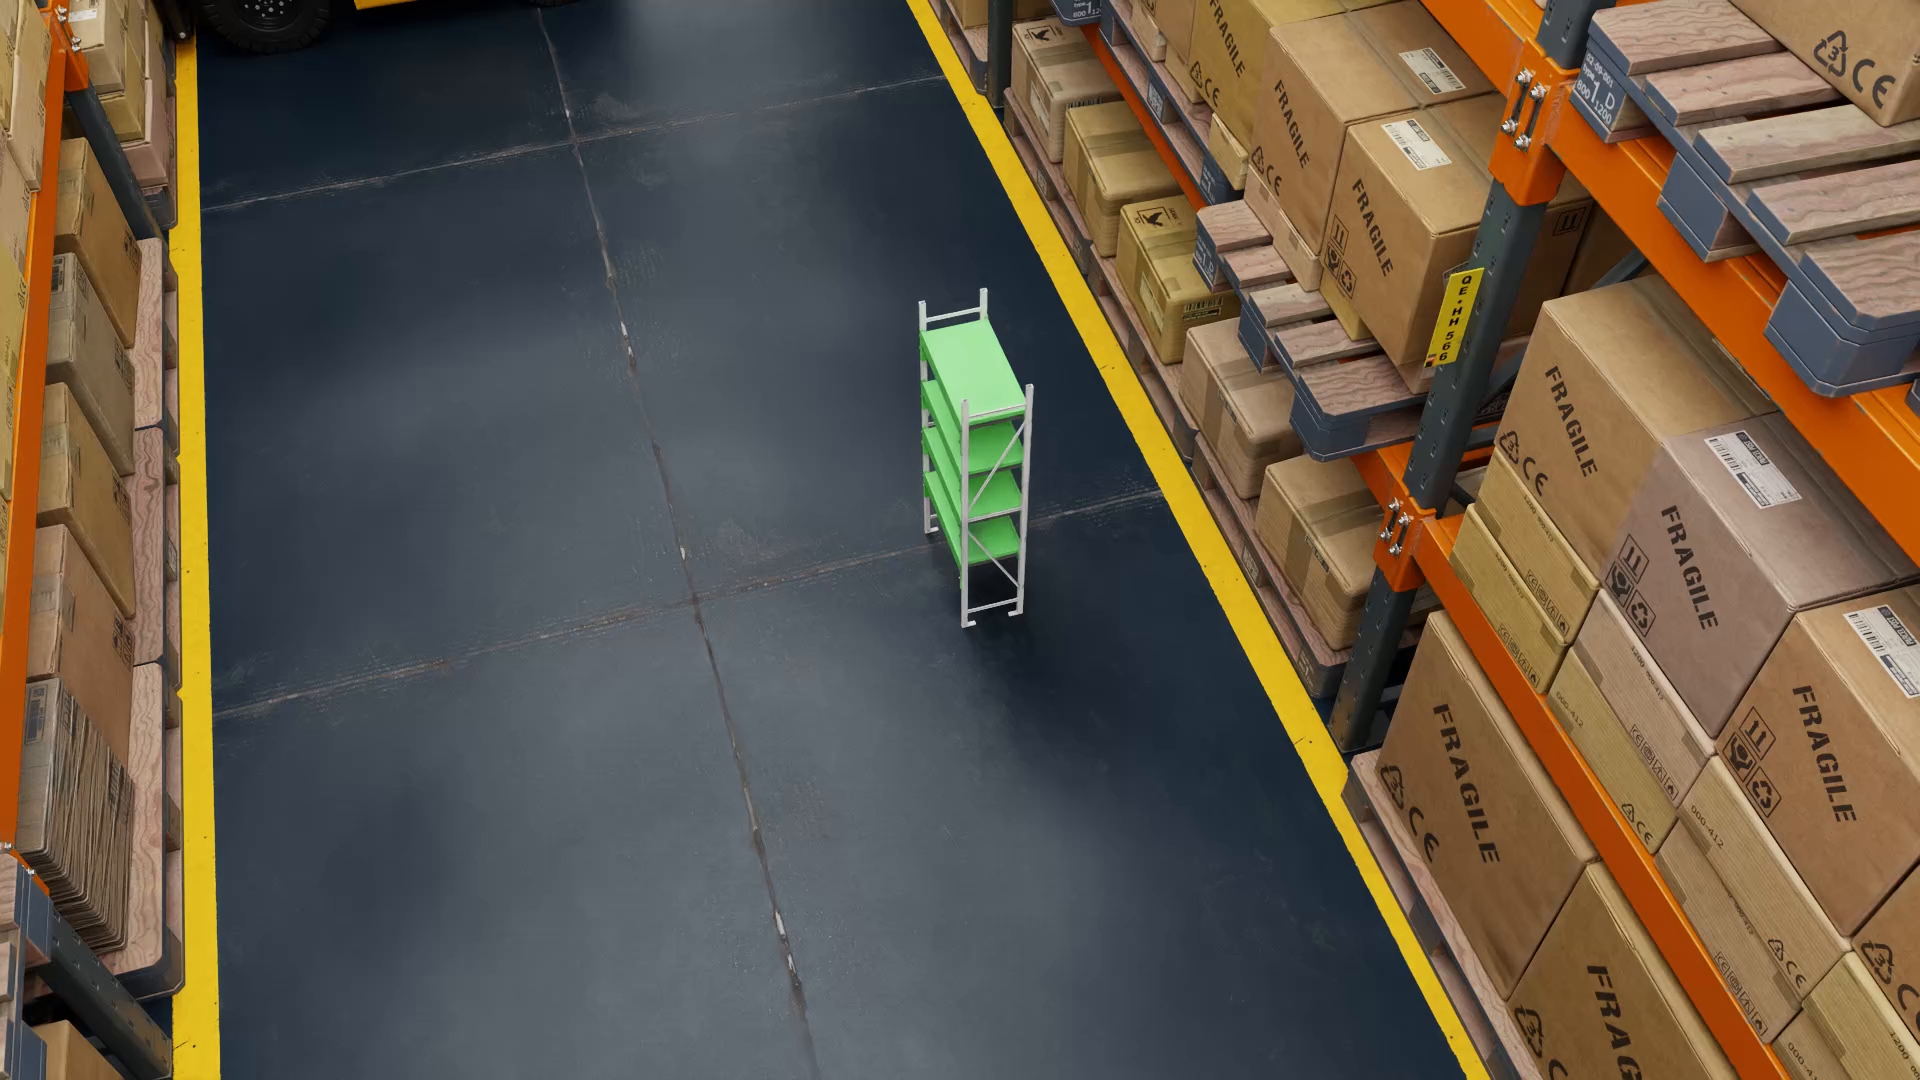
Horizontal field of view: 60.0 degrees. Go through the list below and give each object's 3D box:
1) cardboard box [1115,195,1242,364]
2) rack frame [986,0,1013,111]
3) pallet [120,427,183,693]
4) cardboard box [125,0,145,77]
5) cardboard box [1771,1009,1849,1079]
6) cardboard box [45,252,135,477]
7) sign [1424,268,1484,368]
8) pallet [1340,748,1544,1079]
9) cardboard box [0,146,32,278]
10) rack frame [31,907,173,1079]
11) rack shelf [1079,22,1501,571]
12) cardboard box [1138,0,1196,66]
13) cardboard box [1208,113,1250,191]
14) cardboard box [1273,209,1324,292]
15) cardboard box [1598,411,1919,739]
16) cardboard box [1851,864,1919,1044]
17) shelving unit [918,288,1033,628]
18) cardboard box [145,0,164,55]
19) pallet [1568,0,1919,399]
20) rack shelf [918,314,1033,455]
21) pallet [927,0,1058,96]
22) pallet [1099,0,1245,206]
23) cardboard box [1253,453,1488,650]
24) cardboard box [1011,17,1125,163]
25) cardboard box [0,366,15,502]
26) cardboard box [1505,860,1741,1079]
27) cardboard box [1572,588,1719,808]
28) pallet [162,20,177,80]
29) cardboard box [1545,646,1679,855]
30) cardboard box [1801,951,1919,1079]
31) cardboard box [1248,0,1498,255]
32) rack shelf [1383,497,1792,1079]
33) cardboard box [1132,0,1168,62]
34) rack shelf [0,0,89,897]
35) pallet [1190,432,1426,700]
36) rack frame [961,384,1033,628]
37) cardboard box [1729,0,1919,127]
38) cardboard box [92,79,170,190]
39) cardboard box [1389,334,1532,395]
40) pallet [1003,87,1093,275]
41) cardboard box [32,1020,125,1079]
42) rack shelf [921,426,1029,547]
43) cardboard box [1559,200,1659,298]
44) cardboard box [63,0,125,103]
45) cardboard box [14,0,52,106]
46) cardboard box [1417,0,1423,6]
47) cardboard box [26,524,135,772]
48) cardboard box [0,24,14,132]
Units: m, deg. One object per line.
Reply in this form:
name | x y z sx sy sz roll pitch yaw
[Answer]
cardboard box | 1.210 -1.157 6.997 0.950 0.372 0.625 -12 51 -10
rack frame | 0.629 -3.283 7.345 1.000 3.000 0.127 -13 51 -11
pallet | -3.492 0.163 6.264 1.003 0.211 1.213 -13 51 -11
cardboard box | -4.110 -2.359 7.763 0.500 0.250 0.500 -14 51 -11
cardboard box | 2.184 1.216 3.650 0.500 0.250 0.500 -13 51 -11
cardboard box | -3.724 -0.581 6.346 0.875 0.625 0.625 -14 51 -11
sign | 1.297 -0.580 4.361 0.100 0.325 0.005 -13 51 -11
pallet | 1.973 1.130 5.449 1.003 0.211 1.213 -13 51 -11
cardboard box | -3.441 -1.065 5.574 0.500 0.250 0.500 -13 51 -11
rack frame | -2.928 0.764 3.934 1.000 3.000 0.127 -13 51 -11
rack shelf | 1.221 -1.590 6.389 1.077 0.370 4.000 -13 51 -11
cardboard box | 0.938 -2.036 5.760 0.500 0.500 0.500 -15 52 -12
cardboard box | 1.063 -1.339 5.596 0.380 0.149 0.250 -13 51 -10
cardboard box | 1.225 -0.955 5.273 0.380 0.149 0.250 -14 51 -11
cardboard box | 1.880 0.060 3.808 0.500 0.500 0.500 -13 51 -11
cardboard box | 2.165 0.810 3.175 0.500 0.500 0.500 -13 51 -10
shelving unit | 0.049 -0.266 5.979 0.258 1.200 0.503 -13 51 -11
cardboard box | -4.270 -2.574 8.272 0.500 0.250 0.500 -13 51 -10
pallet | 2.053 -0.809 3.422 1.213 0.211 1.003 -11 51 -9
rack shelf | 0.049 -0.534 5.661 0.258 0.148 0.480 -13 51 -11
pallet | 0.397 -2.867 8.818 1.003 0.211 1.213 -13 51 -11
pallet | 1.188 -1.736 6.167 1.003 0.211 1.213 -13 51 -11
cardboard box | 1.655 -0.065 6.076 0.950 0.372 0.625 -16 52 -13
cardboard box | 0.787 -2.189 7.867 0.950 0.372 0.625 -13 51 -11
cardboard box | -3.129 -0.311 4.938 0.500 0.250 0.500 -15 51 -12
cardboard box | 2.197 1.364 4.543 0.875 0.875 0.875 -13 51 -11
cardboard box | 1.878 0.329 4.071 0.500 0.250 0.500 -12 51 -10
pallet | -4.671 -2.742 8.713 1.003 0.211 1.213 -13 51 -11
cardboard box | 1.885 0.472 4.278 0.500 0.250 0.500 -15 51 -12
cardboard box | 2.151 1.070 3.447 0.500 0.250 0.500 -13 51 -10
cardboard box | 1.249 -1.269 5.113 0.500 0.500 0.500 -14 51 -12
rack shelf | 2.404 1.331 3.926 1.077 0.370 4.000 -13 51 -11
cardboard box | 0.850 -1.904 6.073 0.380 0.149 0.250 -12 51 -10
rack shelf | -3.520 -0.465 5.441 1.077 0.370 4.000 -13 51 -11
pallet | 1.583 -0.034 6.430 1.003 0.211 1.213 -13 51 -11
rack frame | 0.121 -0.088 5.829 0.240 1.200 0.015 -13 51 -11
cardboard box | 2.068 -1.256 3.332 0.797 0.503 0.637 -16 52 -13
cardboard box | -3.938 -1.835 7.649 0.500 0.250 0.500 -13 51 -11
cardboard box | 1.491 -0.602 4.975 0.380 0.149 0.250 -12 51 -10
pallet | 0.861 -1.816 7.932 1.003 0.211 1.213 -13 51 -11
cardboard box | -2.598 1.694 4.510 0.500 0.500 0.500 -12 51 -10
rack shelf | 0.049 -0.225 6.028 0.258 0.148 0.480 -13 51 -11
cardboard box | 1.900 -1.006 4.891 0.500 0.500 0.500 -15 51 -12
cardboard box | -3.954 -2.154 7.263 0.500 0.250 0.500 -14 51 -12
cardboard box | -3.712 -1.801 6.194 0.500 0.250 0.500 -12 51 -10
cardboard box | 1.576 -1.771 5.536 0.500 0.500 0.500 -13 51 -10
cardboard box | -3.300 0.459 5.469 0.875 0.625 0.625 -12 51 -10
cardboard box | -3.563 -1.596 5.694 0.500 0.250 0.500 -15 51 -12
